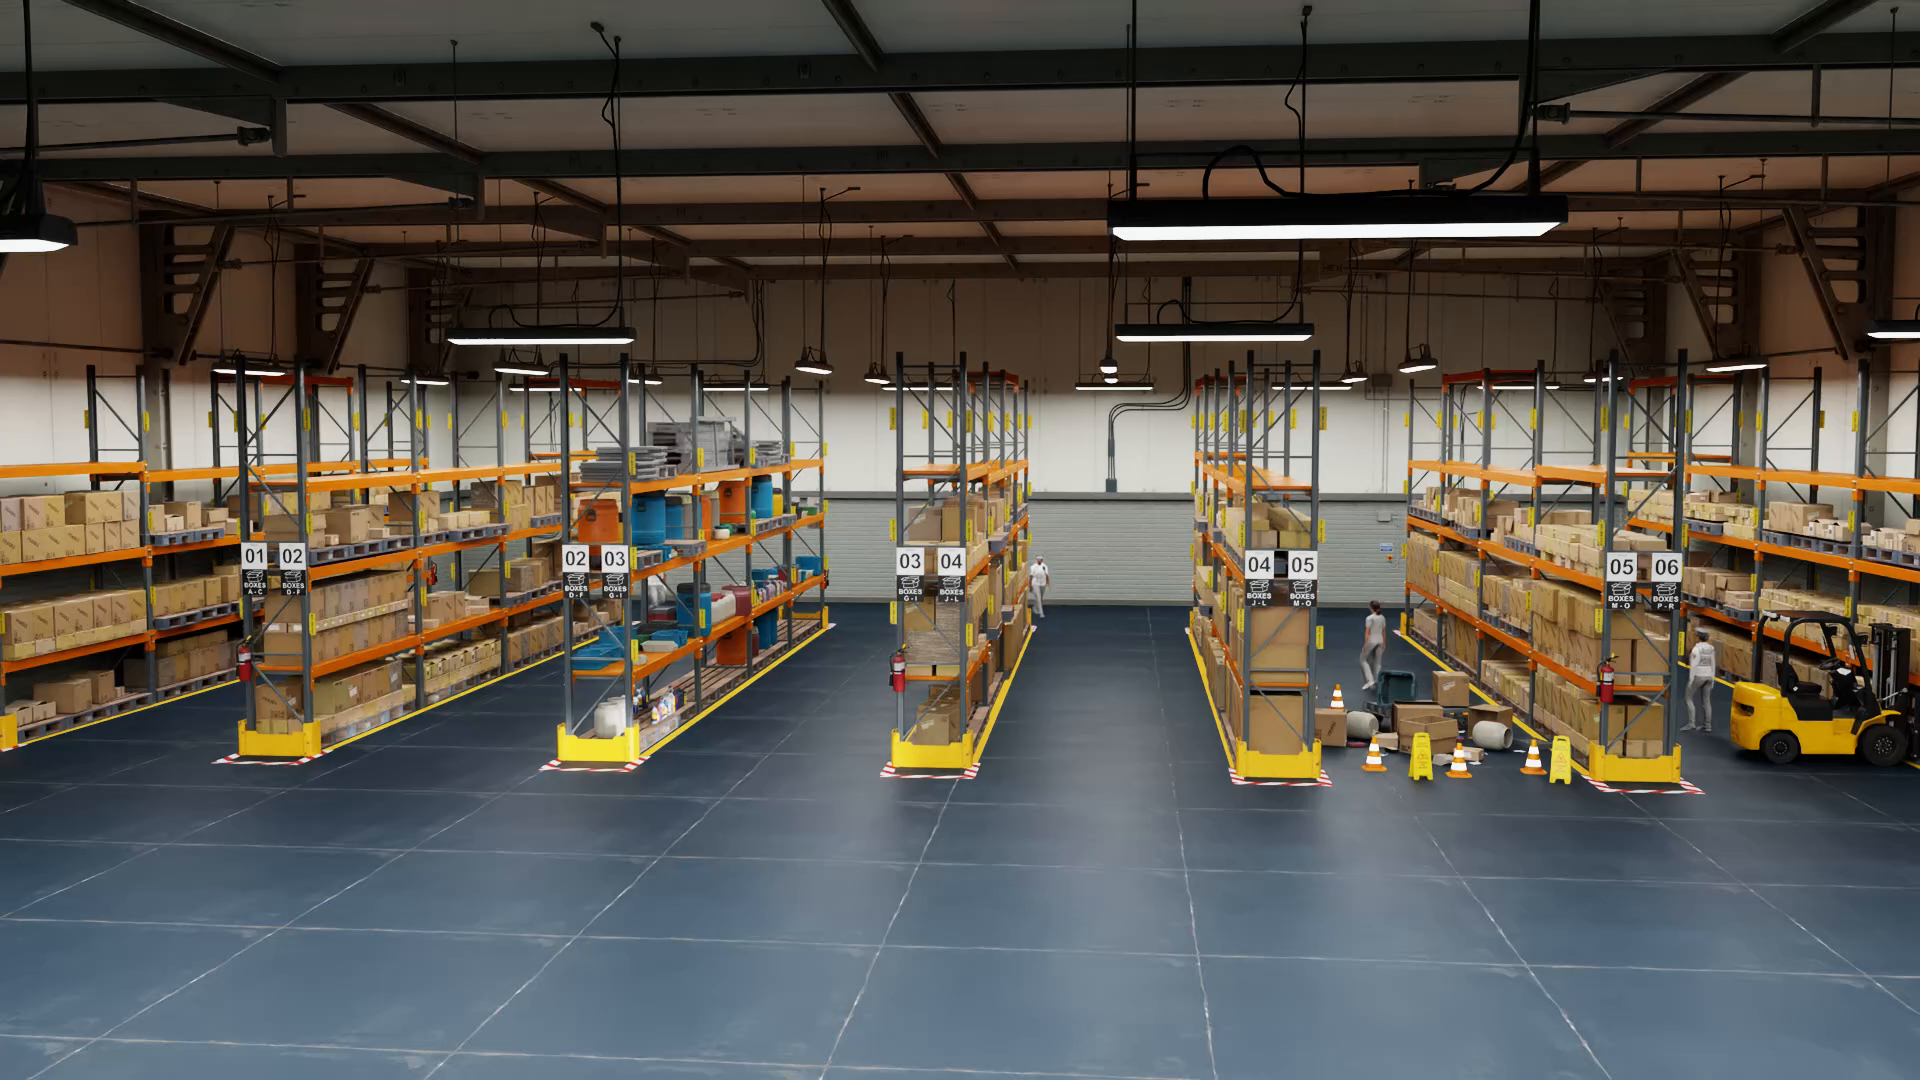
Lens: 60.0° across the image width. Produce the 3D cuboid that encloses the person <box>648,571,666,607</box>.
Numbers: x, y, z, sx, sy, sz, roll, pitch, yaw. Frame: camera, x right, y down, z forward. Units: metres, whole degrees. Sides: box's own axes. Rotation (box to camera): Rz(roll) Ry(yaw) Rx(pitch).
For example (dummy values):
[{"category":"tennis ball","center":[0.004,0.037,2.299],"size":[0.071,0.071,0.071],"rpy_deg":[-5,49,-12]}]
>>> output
[{"category":"person","center":[-7.667,1.136,41.816],"size":[0.556,1.770,0.722],"rpy_deg":[-3,5,-36]}]

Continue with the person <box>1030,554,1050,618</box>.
[{"category":"person","center":[-6.076,0.557,21.052],"size":[31.068,5.830,34.957],"rpy_deg":[-2,4,-21]}]

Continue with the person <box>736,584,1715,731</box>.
[{"category":"person","center":[3.743,1.978,31.027],"size":[12.955,1.712,14.055],"rpy_deg":[-2,4,-21]}]

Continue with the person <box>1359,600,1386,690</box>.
[{"category":"person","center":[7.735,1.973,31.073],"size":[0.484,1.697,0.388],"rpy_deg":[-2,4,-22]}]
